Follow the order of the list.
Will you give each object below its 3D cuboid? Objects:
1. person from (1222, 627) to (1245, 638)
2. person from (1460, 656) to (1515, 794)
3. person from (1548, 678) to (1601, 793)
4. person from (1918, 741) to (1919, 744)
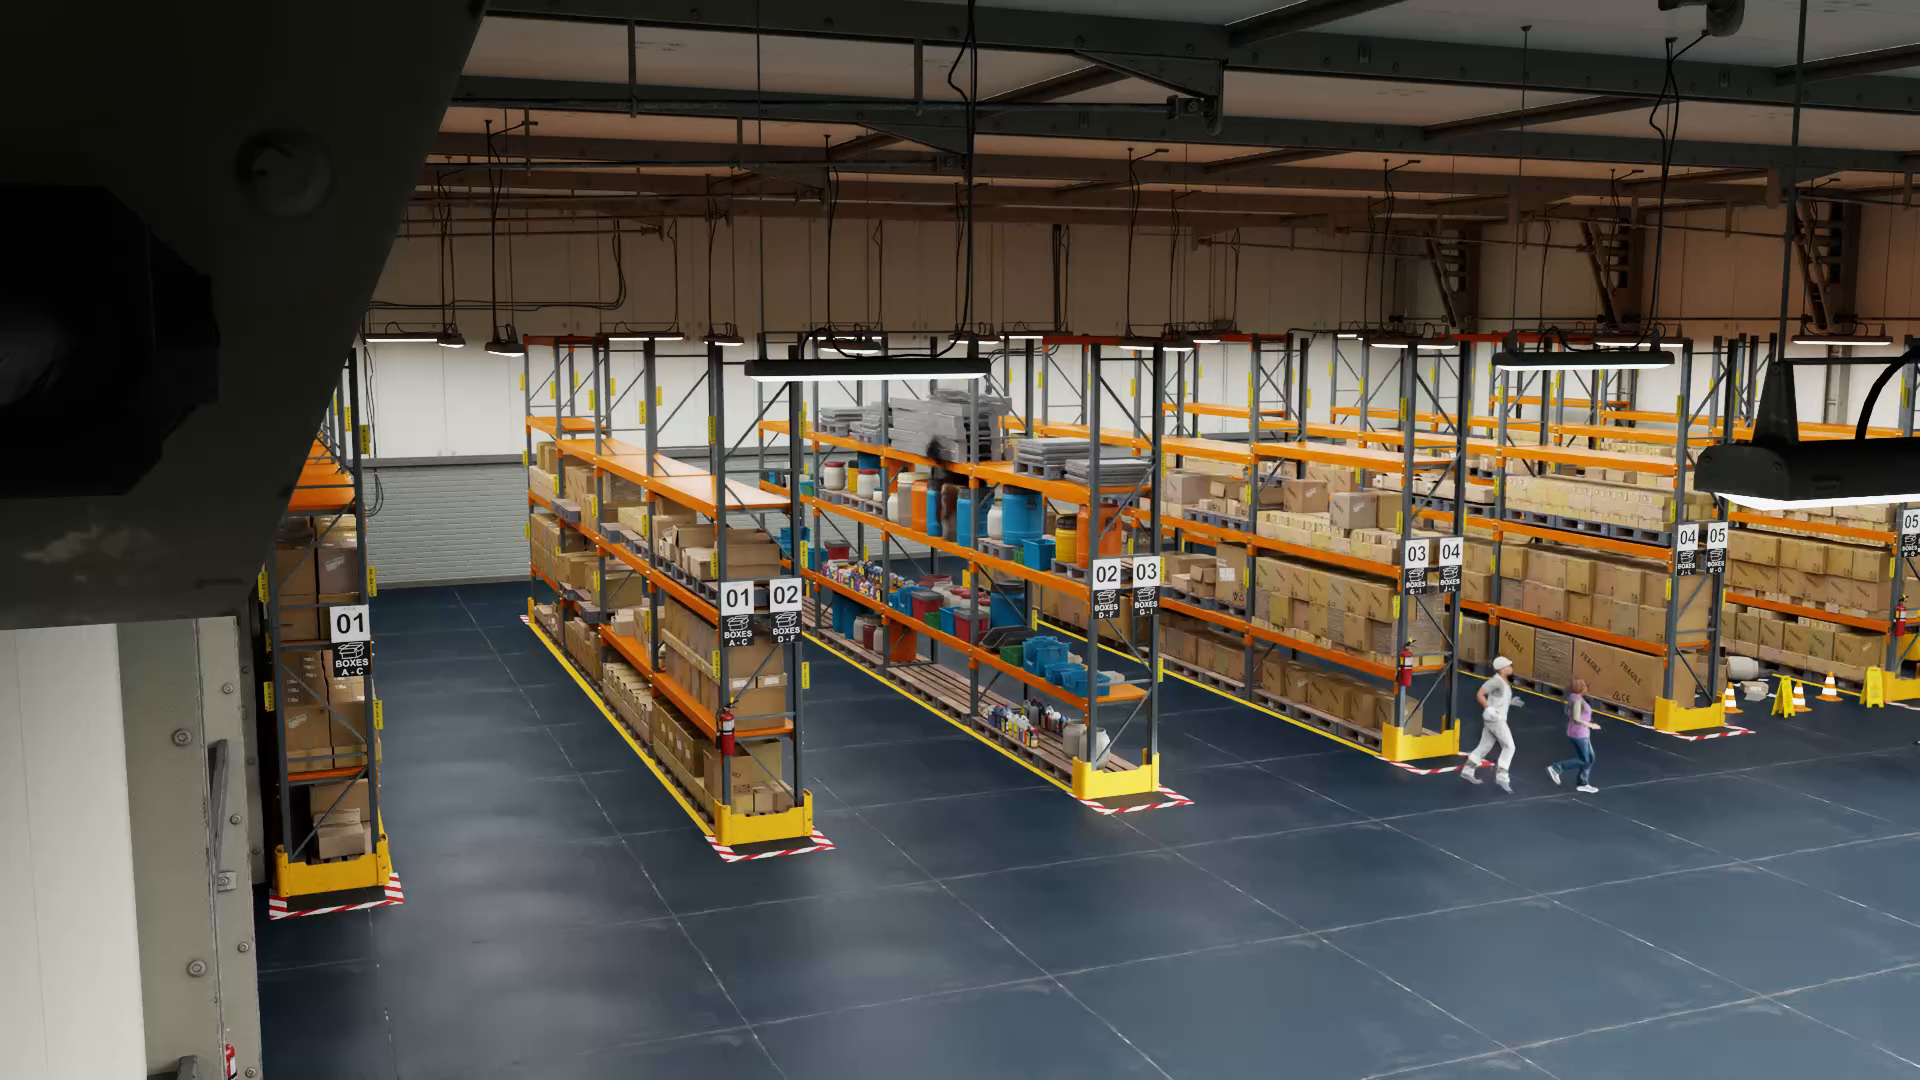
[{"bbox_3d":[5.395,1.227,32.014,0.681,1.742,0.847,-4,9,-28],"label":"person"},{"bbox_3d":[7.174,2.470,22.520,0.714,1.839,0.645,2,8,17],"label":"person"},{"bbox_3d":[8.237,2.608,22.278,0.667,1.551,0.544,2,8,13],"label":"person"},{"bbox_3d":[13.816,2.393,23.267,0.651,1.756,0.651,5,9,31],"label":"person"}]
